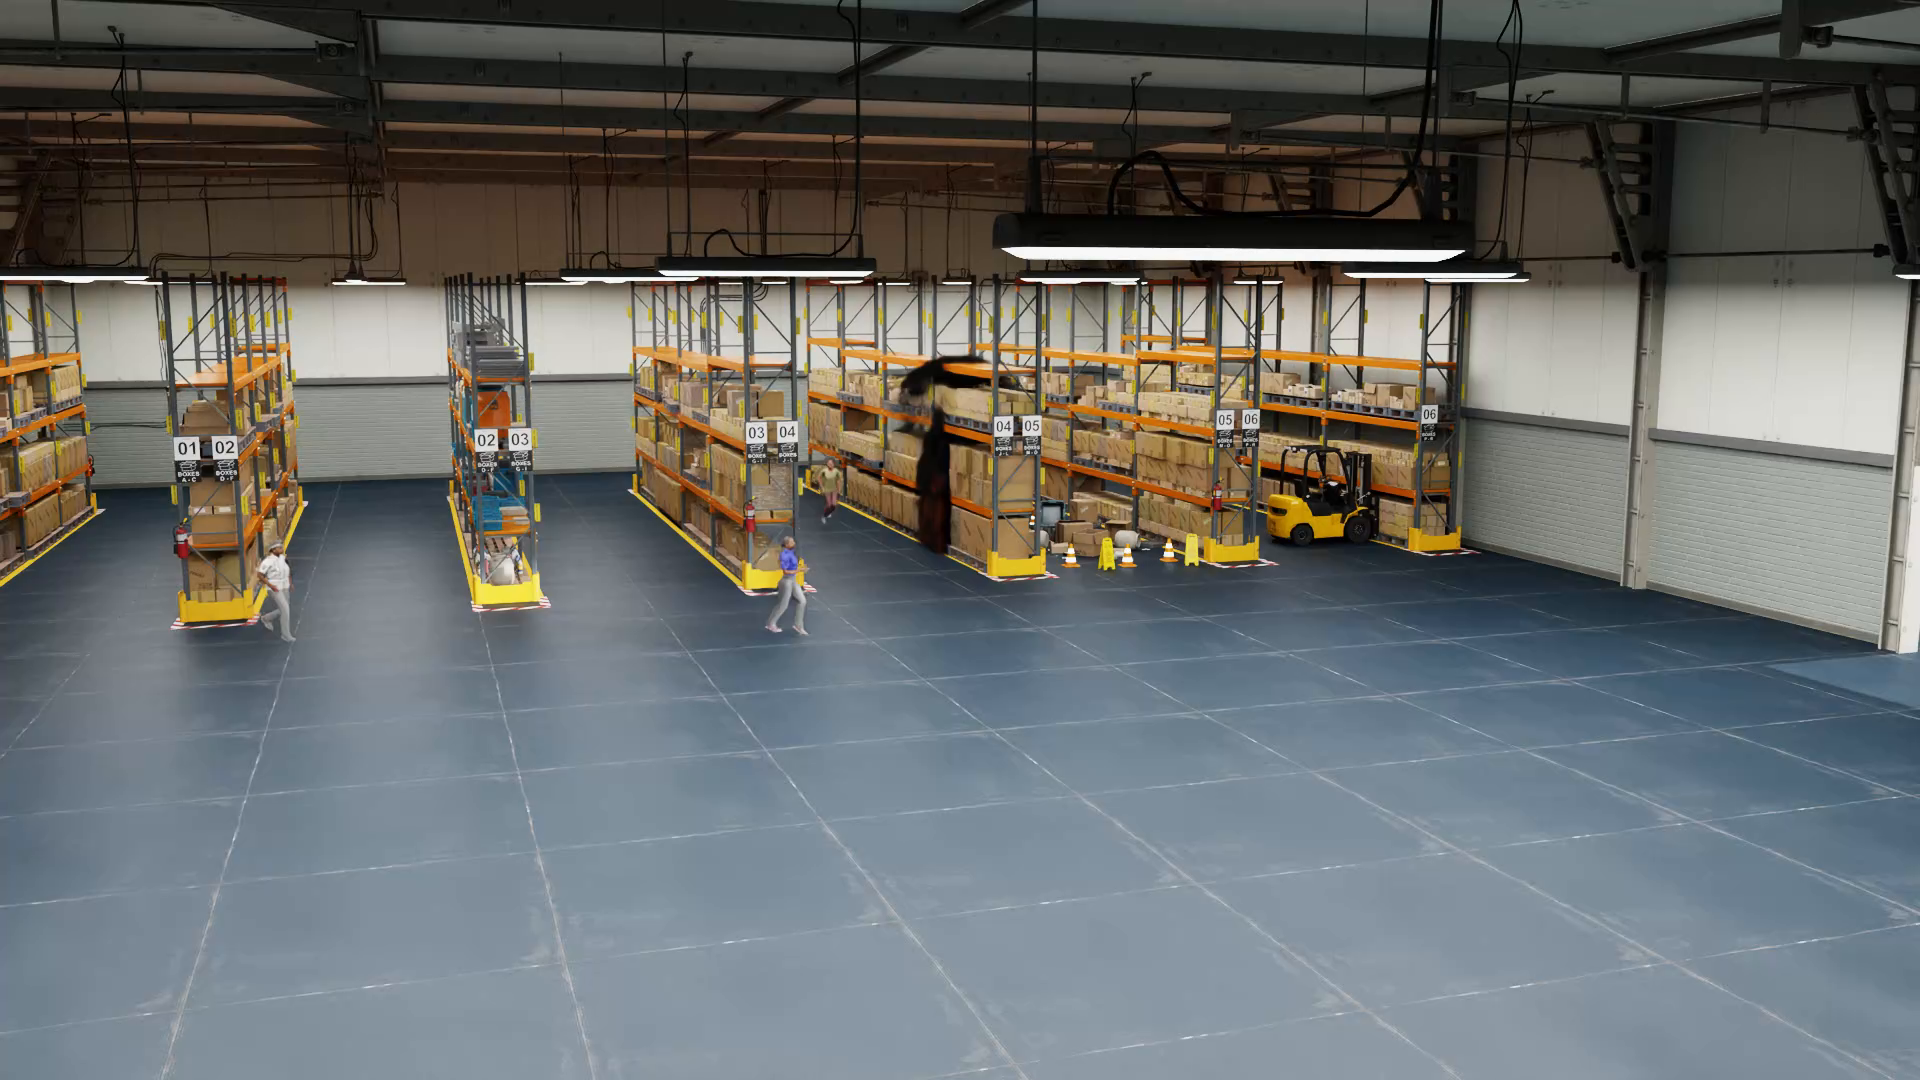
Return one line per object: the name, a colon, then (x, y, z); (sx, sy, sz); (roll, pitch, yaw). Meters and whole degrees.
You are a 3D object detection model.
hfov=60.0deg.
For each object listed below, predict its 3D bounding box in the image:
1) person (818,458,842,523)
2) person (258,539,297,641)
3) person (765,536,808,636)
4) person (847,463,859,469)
person: (-3.075, -1.169, 39.692); (0.564, 1.576, 0.537); (-3, 9, -17)
person: (-11.230, 0.818, 27.318); (0.754, 1.696, 0.602); (3, 9, 19)
person: (-2.861, 0.778, 27.532); (0.771, 1.720, 0.558); (2, 9, 12)
person: (-3.260, -2.665, 50.317); (0.674, 1.741, 0.627); (-5, 10, -28)
